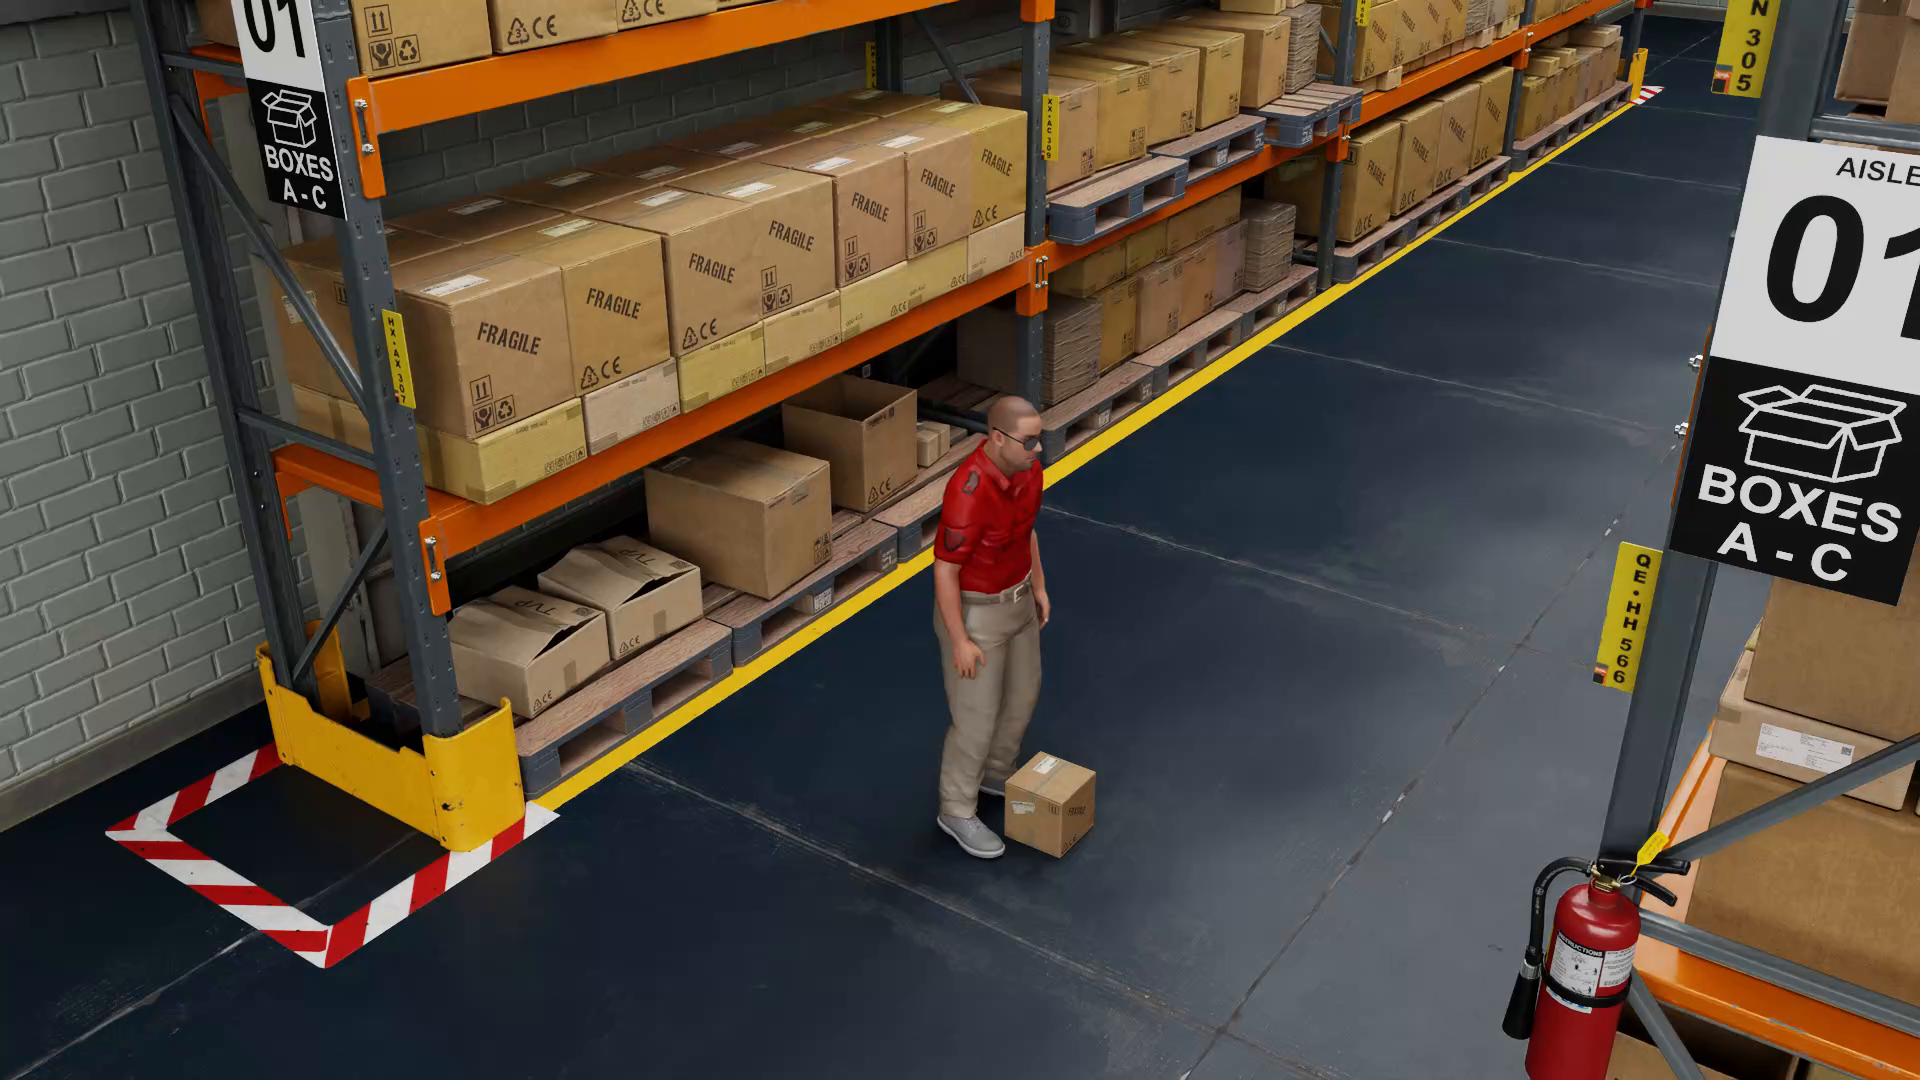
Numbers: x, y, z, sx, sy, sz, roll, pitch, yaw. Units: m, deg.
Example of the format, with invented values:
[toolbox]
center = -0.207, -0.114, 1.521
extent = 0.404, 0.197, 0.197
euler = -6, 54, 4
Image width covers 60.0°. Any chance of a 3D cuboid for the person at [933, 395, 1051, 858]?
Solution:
[person]
center = 0.128, 0.278, 6.079
extent = 0.392, 1.727, 0.585
euler = 17, 32, 31
